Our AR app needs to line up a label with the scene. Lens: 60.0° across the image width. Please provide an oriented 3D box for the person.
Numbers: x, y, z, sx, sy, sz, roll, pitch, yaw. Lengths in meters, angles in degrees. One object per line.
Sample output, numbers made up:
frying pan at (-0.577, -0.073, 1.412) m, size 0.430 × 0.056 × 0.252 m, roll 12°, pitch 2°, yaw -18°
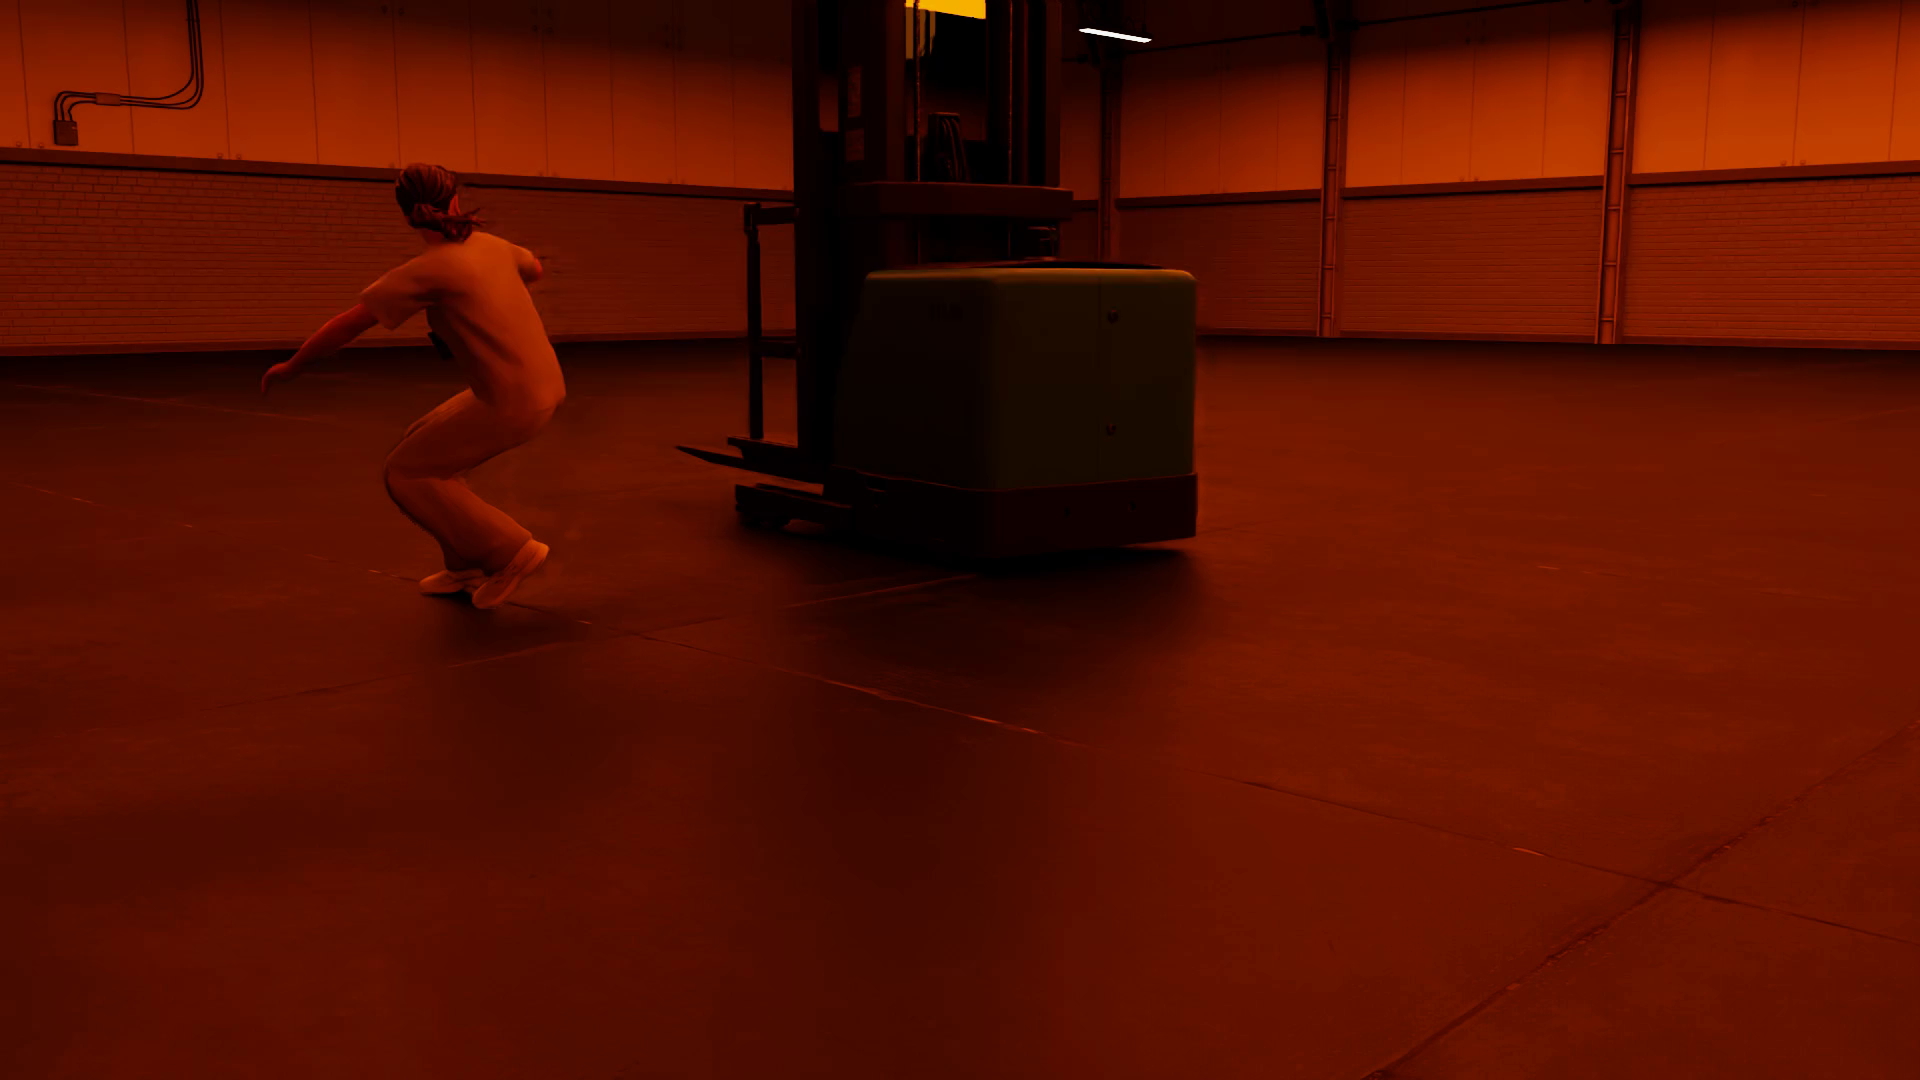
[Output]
person at (-1.693, -0.489, 5.313) m, size 0.877 × 1.387 × 0.686 m, roll 1°, pitch 9°, yaw 7°

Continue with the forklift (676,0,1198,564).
forklift at (-0.322, -1.539, 7.098) m, size 1.130 × 2.935 × 3.031 m, roll -6°, pitch 10°, yaw -33°
